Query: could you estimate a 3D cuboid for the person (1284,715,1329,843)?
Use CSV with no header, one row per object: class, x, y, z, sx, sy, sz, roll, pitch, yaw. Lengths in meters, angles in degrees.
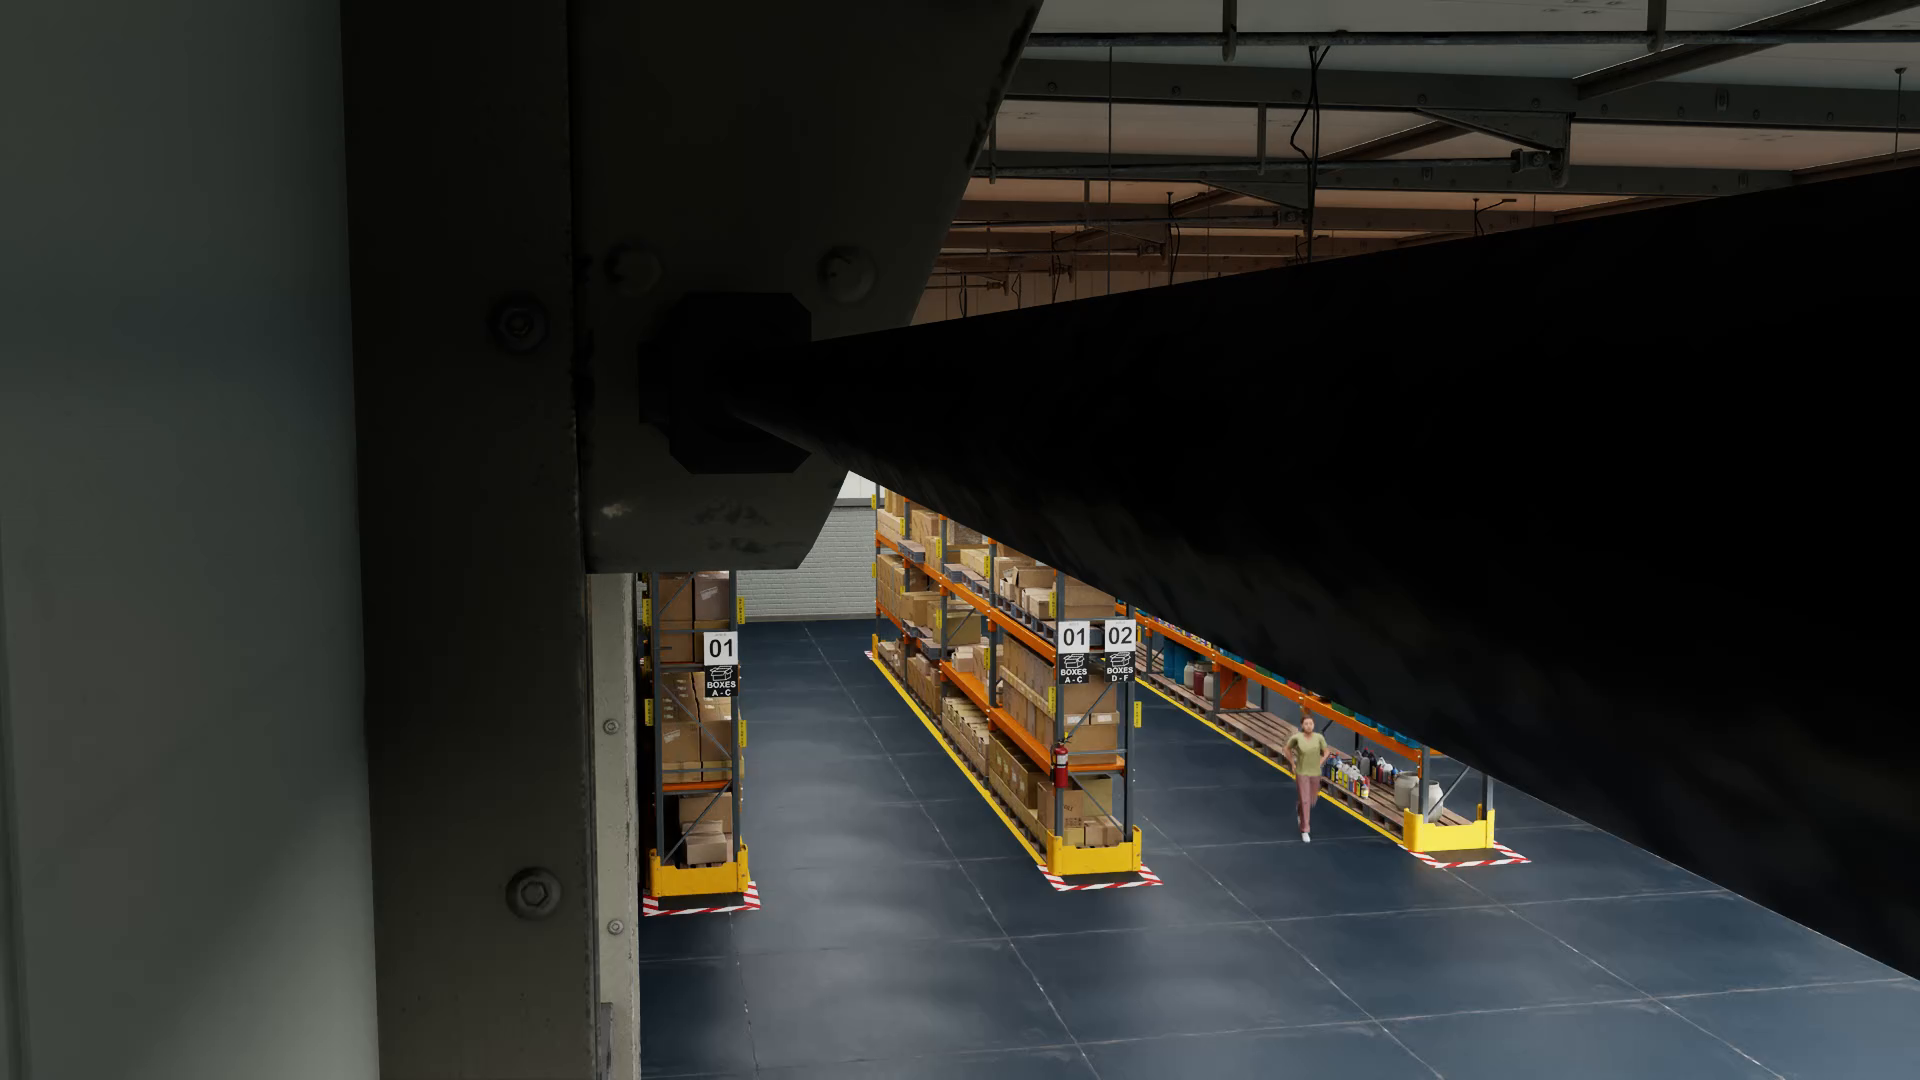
person,4.725,3.193,22.604,0.590,1.669,0.862,0,6,-2
